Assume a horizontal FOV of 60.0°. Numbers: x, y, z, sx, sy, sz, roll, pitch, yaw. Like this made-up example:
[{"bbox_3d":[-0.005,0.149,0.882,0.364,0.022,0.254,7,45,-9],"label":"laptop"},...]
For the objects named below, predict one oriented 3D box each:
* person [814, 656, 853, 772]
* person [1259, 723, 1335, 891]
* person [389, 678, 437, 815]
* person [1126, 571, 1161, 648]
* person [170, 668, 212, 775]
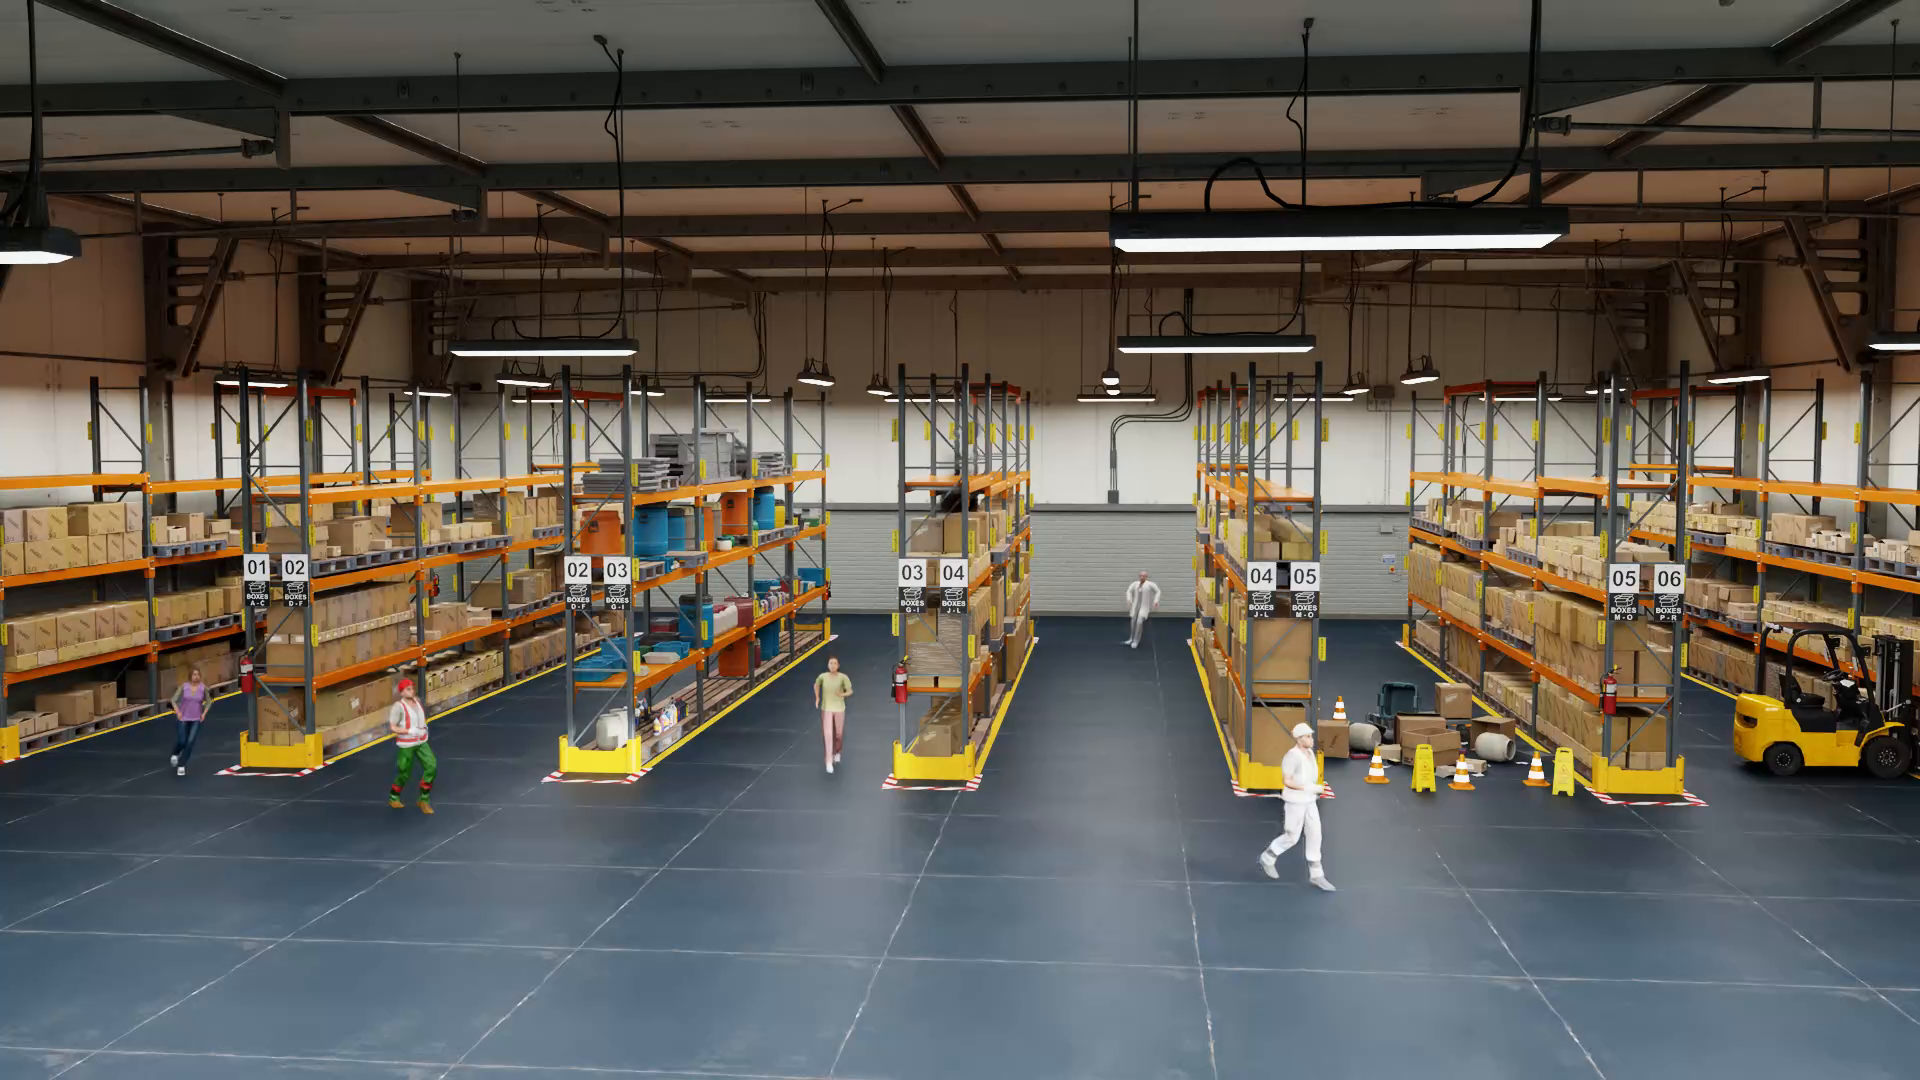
[{"bbox_3d":[-1.883,2.545,24.743,0.577,1.656,0.910,0,4,-4],"label":"person"},{"bbox_3d":[3.745,2.918,18.398,0.883,1.807,0.682,3,5,41],"label":"person"},{"bbox_3d":[-7.219,2.719,21.892,0.761,1.808,0.664,3,4,34],"label":"person"},{"bbox_3d":[4.229,1.614,38.981,0.850,1.776,0.855,2,4,27],"label":"person"},{"bbox_3d":[-11.359,2.664,24.585,0.560,1.531,0.572,-2,4,-33],"label":"person"}]
